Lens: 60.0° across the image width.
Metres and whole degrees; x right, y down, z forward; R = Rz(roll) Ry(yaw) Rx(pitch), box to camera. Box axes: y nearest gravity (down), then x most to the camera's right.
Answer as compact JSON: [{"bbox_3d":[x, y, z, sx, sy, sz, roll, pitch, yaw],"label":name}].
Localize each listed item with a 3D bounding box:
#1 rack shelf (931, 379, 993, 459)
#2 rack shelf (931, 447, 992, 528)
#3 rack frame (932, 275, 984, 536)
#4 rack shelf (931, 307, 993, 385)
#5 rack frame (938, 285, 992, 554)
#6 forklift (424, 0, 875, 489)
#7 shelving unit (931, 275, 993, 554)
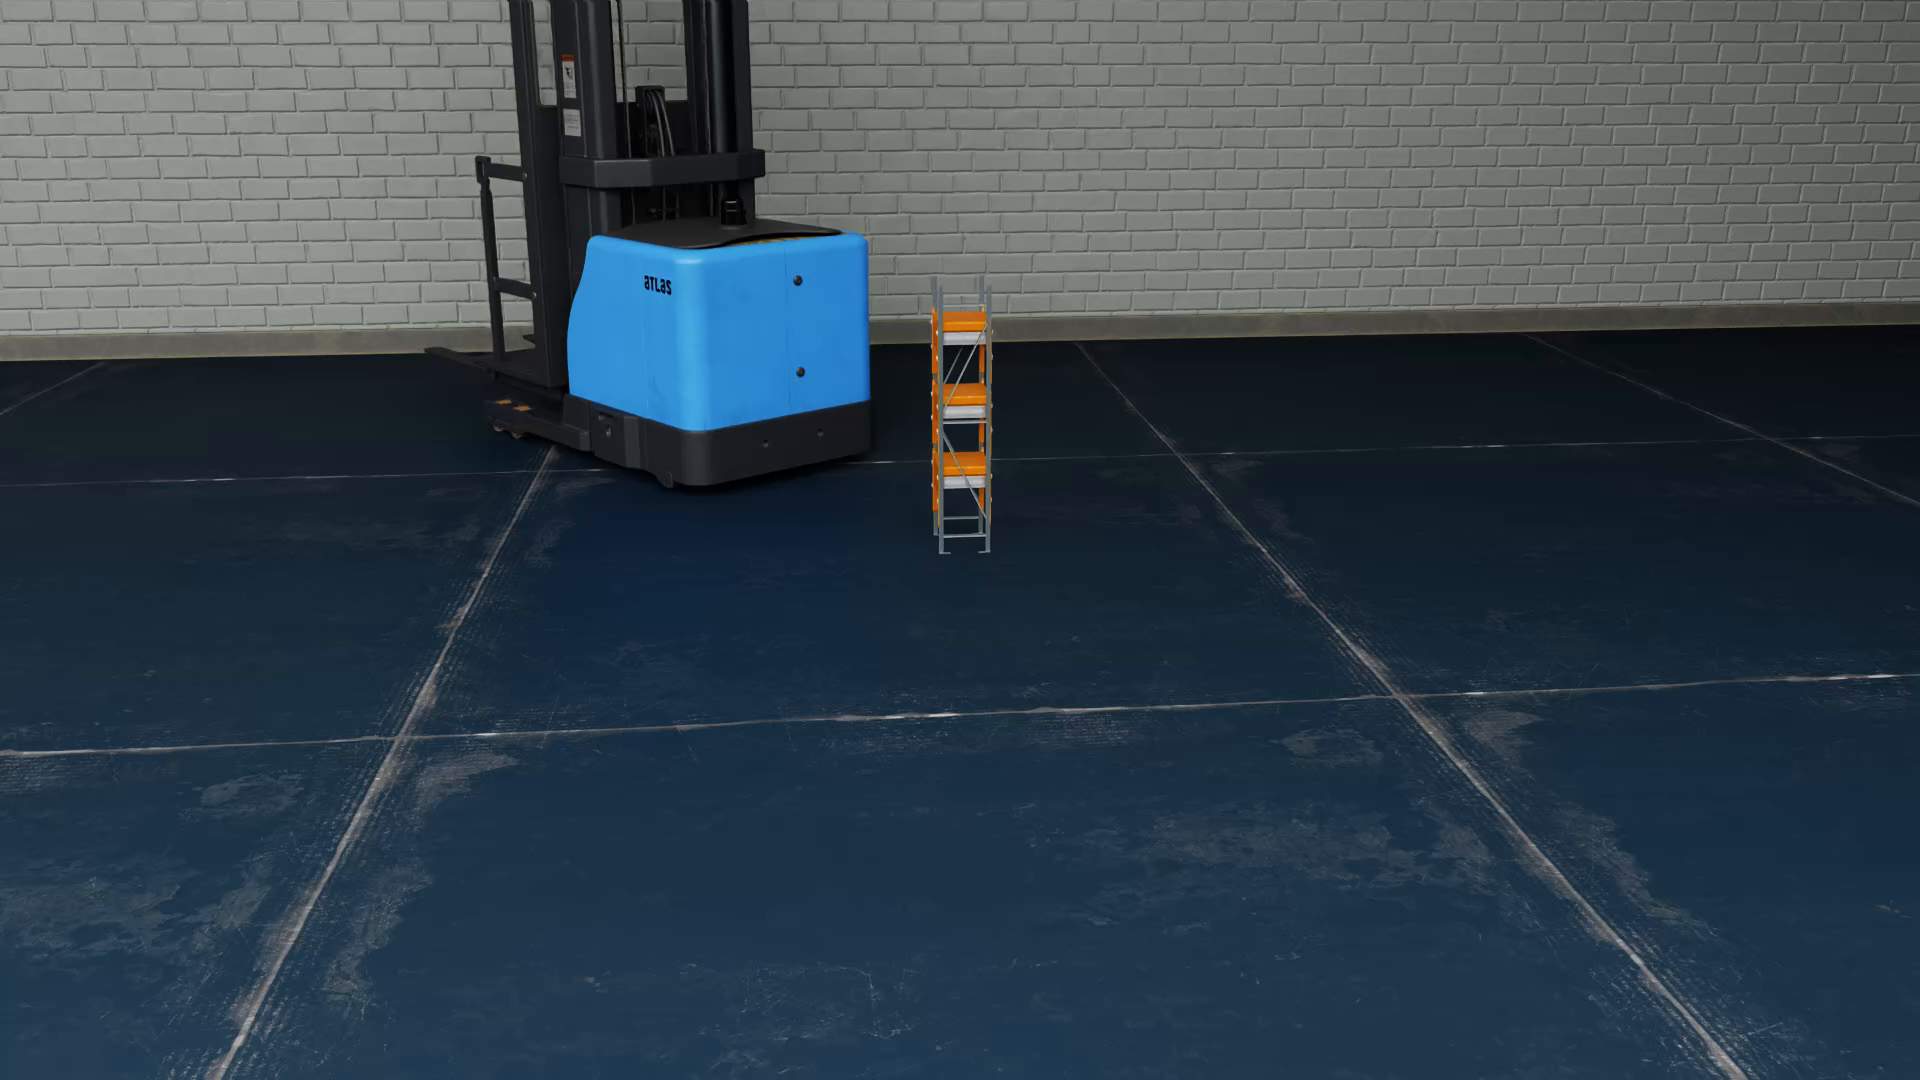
[{"bbox_3d":[0.006,-0.475,6.472,0.215,0.259,0.240,-2,18,-6],"label":"rack shelf"},{"bbox_3d":[0.006,-0.210,6.555,0.215,0.259,0.240,-2,18,-6],"label":"rack shelf"},{"bbox_3d":[-0.007,-0.521,6.585,0.200,1.050,0.008,-2,18,-6],"label":"rack frame"},{"bbox_3d":[0.005,-0.746,6.387,0.215,0.259,0.240,-2,18,-6],"label":"rack shelf"},{"bbox_3d":[0.018,-0.449,6.353,0.200,1.050,0.008,-2,18,-6],"label":"rack frame"},{"bbox_3d":[-1.759,-1.991,8.126,1.130,2.935,3.031,-15,23,-40],"label":"forklift"},{"bbox_3d":[0.006,-0.485,6.469,0.215,1.050,0.252,-2,18,-6],"label":"shelving unit"}]
